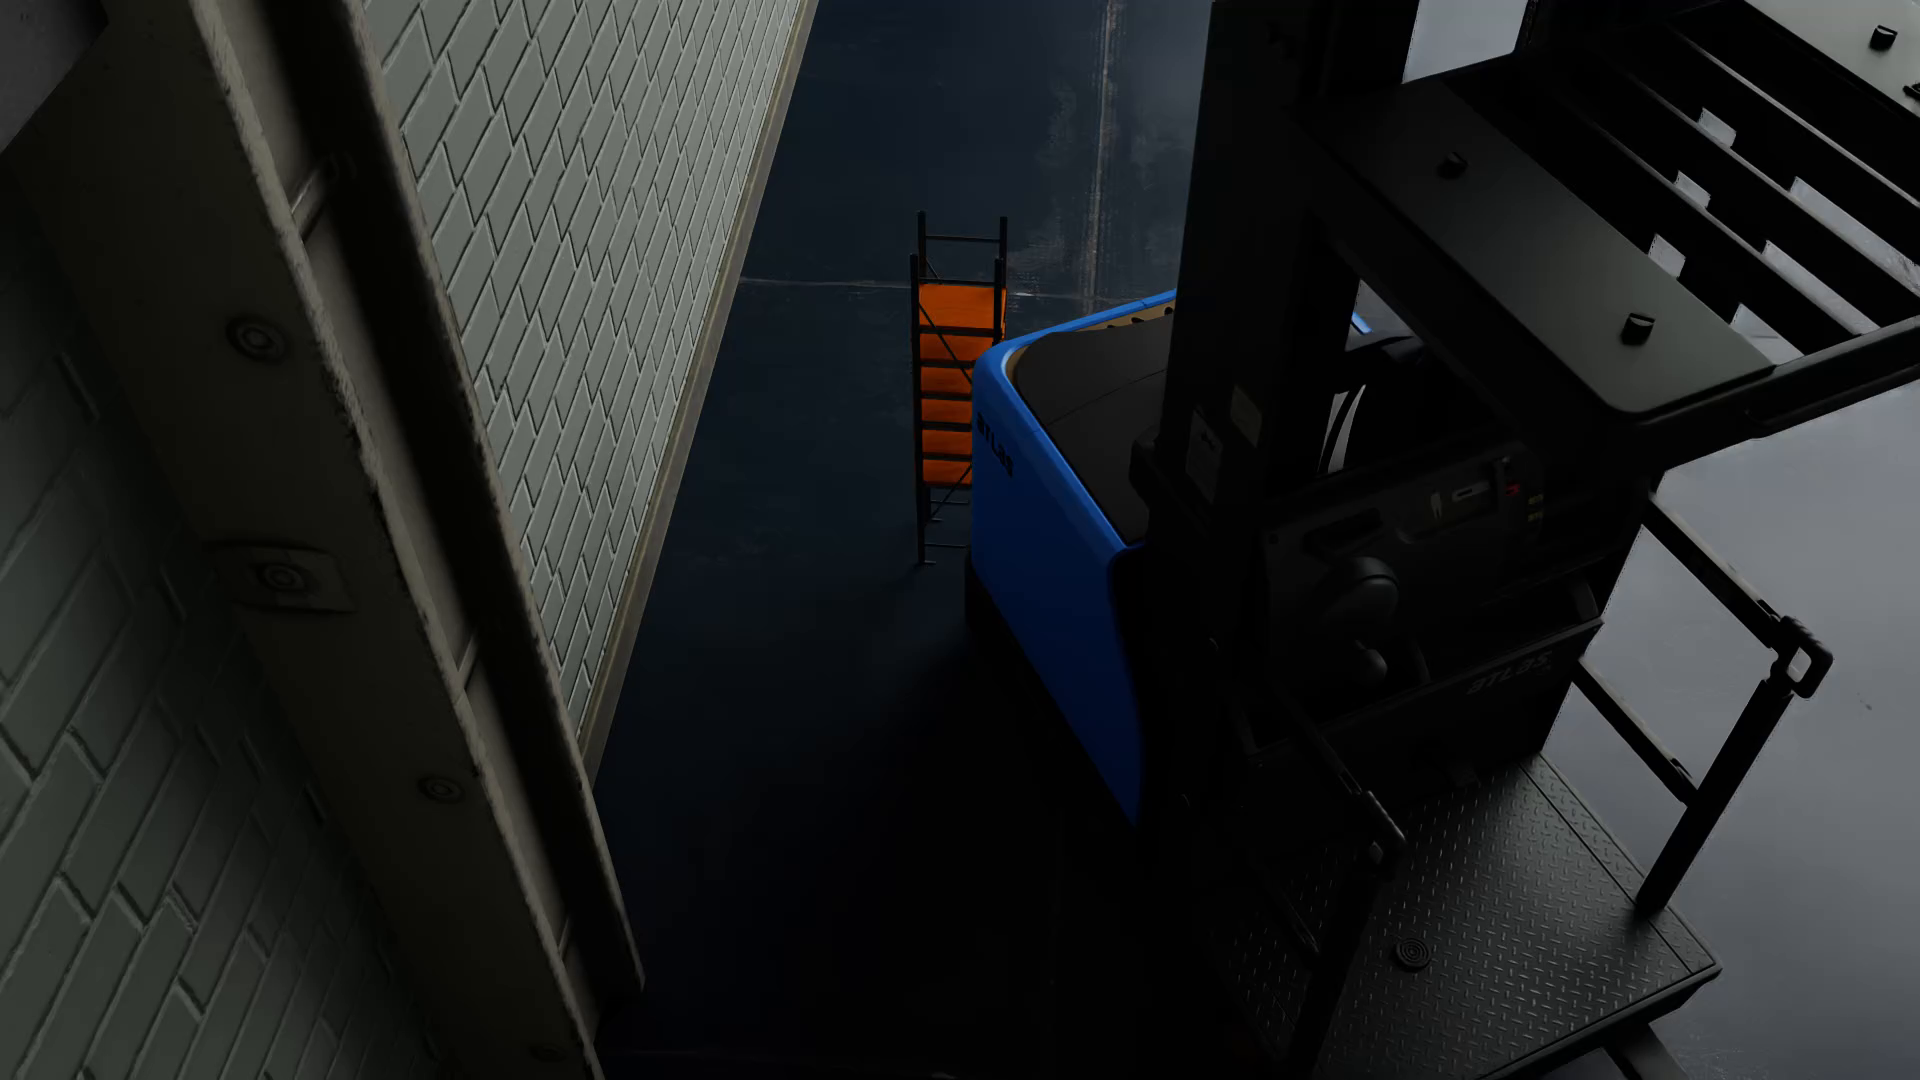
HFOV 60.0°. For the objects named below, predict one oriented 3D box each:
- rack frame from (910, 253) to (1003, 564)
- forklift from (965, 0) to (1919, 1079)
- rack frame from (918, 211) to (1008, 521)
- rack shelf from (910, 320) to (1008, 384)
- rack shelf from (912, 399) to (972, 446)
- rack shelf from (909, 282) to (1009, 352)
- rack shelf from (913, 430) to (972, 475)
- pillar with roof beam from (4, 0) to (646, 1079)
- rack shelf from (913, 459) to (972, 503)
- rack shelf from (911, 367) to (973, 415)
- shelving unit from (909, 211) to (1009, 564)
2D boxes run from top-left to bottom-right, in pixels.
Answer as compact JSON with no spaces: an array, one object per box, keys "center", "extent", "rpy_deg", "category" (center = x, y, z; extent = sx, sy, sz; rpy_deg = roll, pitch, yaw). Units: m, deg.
[{"center":[-0.010,-0.327,4.736],"extent":[0.240,1.200,0.006],"rpy_deg":[4,48,4],"category":"rack frame"},{"center":[1.090,0.091,3.180],"extent":[1.130,2.935,3.031],"rpy_deg":[-19,50,-16],"category":"forklift"},{"center":[0.007,-0.462,4.859],"extent":[0.240,1.200,0.006],"rpy_deg":[4,48,4],"category":"rack frame"},{"center":[-0.001,-0.526,4.653],"extent":[0.258,0.103,0.180],"rpy_deg":[4,48,4],"category":"rack shelf"},{"center":[-0.001,-0.364,4.830],"extent":[0.258,0.103,0.180],"rpy_deg":[4,48,4],"category":"rack shelf"},{"center":[-0.001,-0.607,4.565],"extent":[0.258,0.103,0.180],"rpy_deg":[4,48,4],"category":"rack shelf"},{"center":[-0.001,-0.283,4.919],"extent":[0.258,0.103,0.180],"rpy_deg":[4,48,4],"category":"rack shelf"},{"center":[3.316,-1.504,0.527],"extent":[9.100,9.000,0.400],"rpy_deg":[4,48,4],"category":"pillar with roof beam"},{"center":[-0.001,-0.202,5.007],"extent":[0.258,0.103,0.180],"rpy_deg":[4,48,4],"category":"rack shelf"},{"center":[-0.001,-0.445,4.742],"extent":[0.258,0.103,0.180],"rpy_deg":[4,48,4],"category":"rack shelf"},{"center":[-0.001,-0.394,4.798],"extent":[0.258,1.200,0.189],"rpy_deg":[4,48,4],"category":"shelving unit"}]
